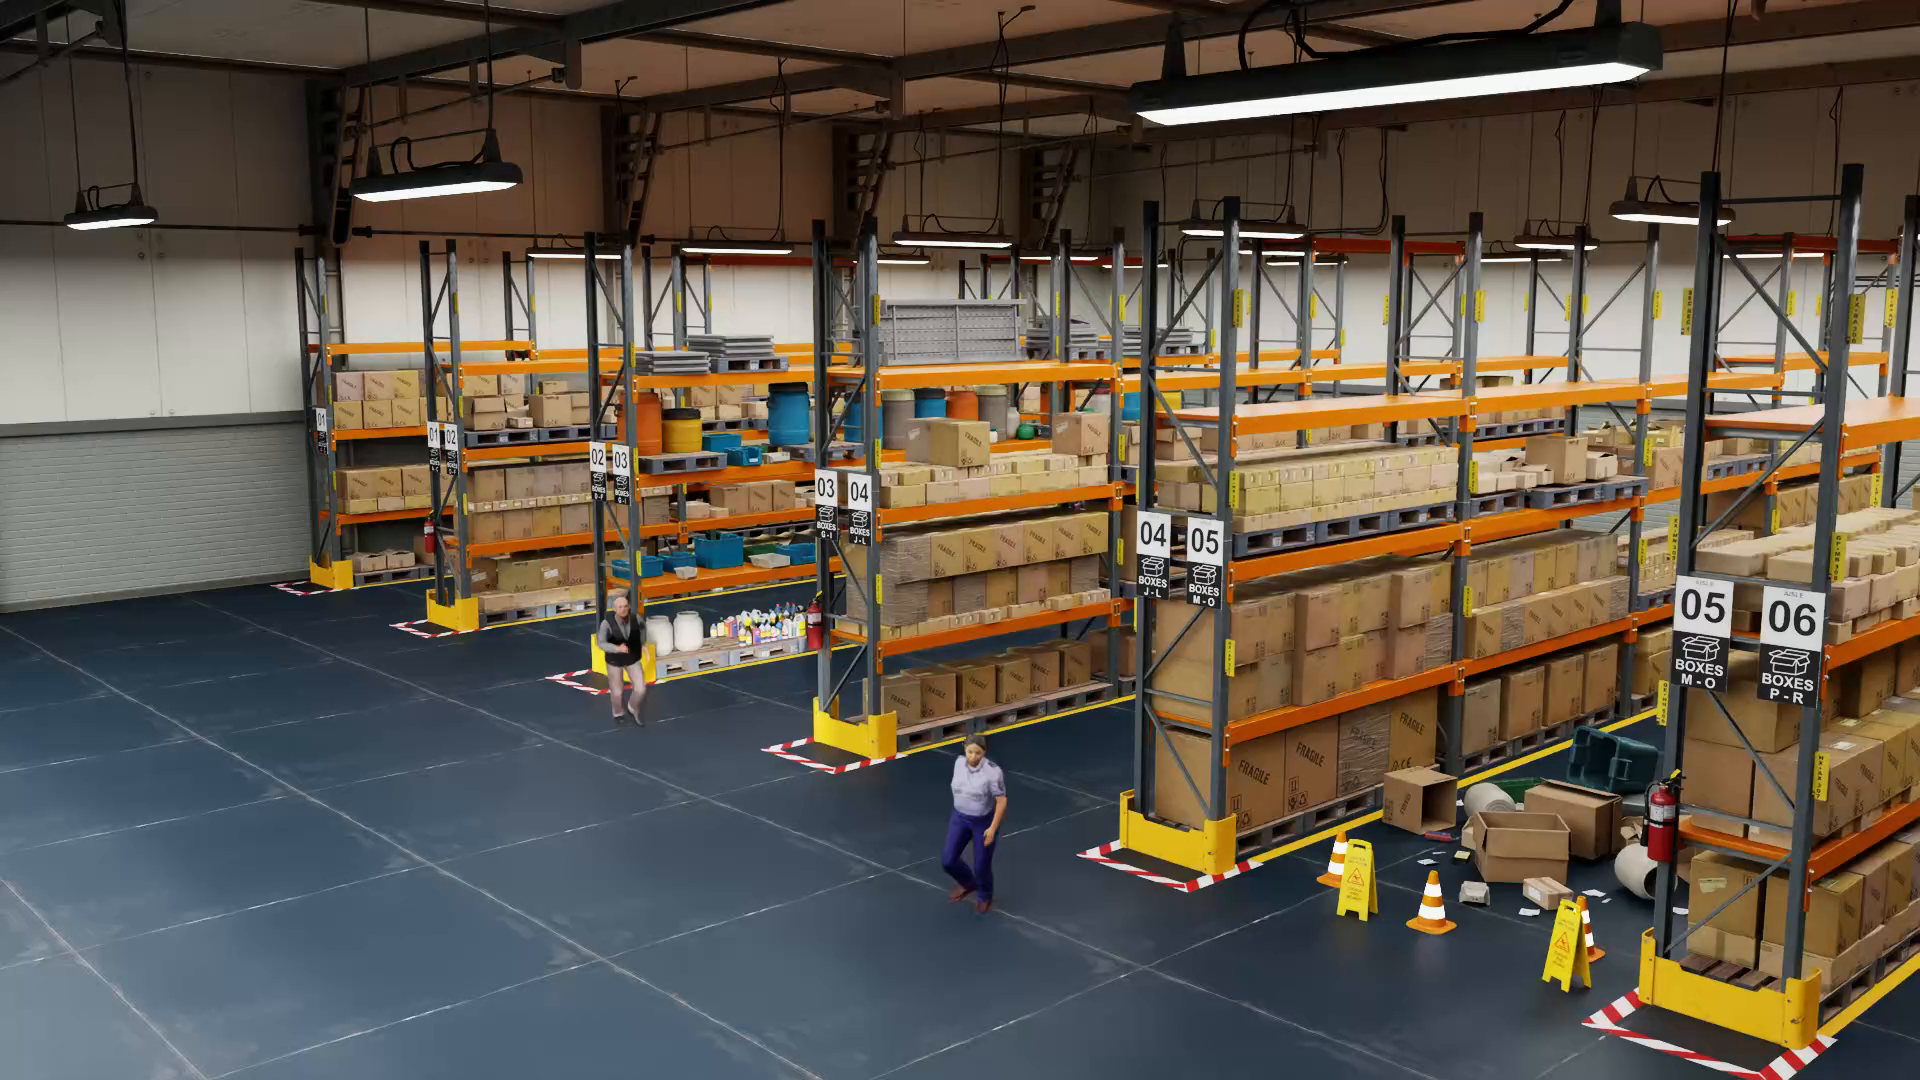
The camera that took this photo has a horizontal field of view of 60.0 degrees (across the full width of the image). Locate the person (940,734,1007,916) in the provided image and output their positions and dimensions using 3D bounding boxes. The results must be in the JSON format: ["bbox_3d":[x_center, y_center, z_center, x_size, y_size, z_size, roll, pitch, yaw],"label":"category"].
[{"bbox_3d":[0.135,2.372,13.855,0.602,1.616,0.619,4,9,24],"label":"person"}]

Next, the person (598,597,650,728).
[{"bbox_3d":[-3.996,1.455,19.815,0.643,1.621,0.930,-3,9,-19],"label":"person"}]
